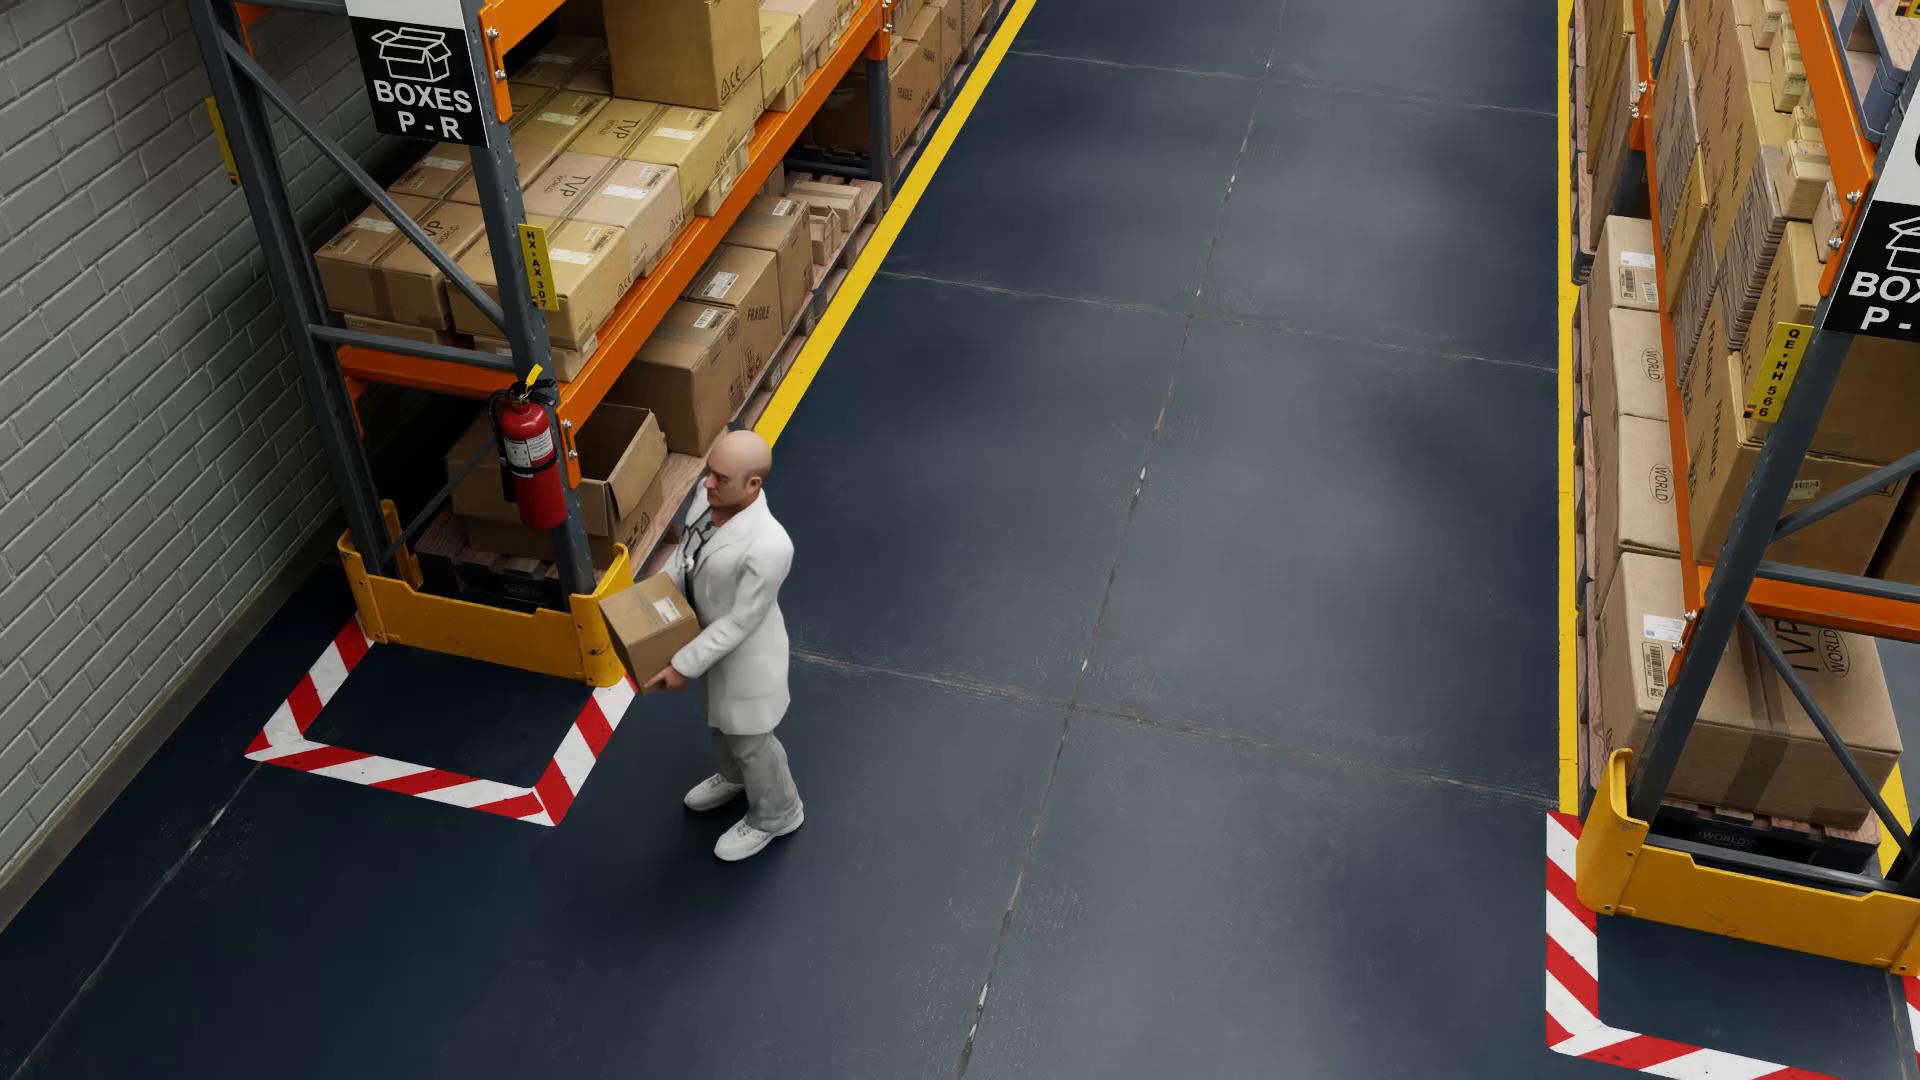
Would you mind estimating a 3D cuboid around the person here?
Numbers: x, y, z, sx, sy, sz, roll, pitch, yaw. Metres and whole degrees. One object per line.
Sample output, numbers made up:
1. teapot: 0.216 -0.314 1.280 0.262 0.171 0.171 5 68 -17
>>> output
1. person: -0.856 0.396 5.709 0.563 1.769 0.531 -21 45 -23
